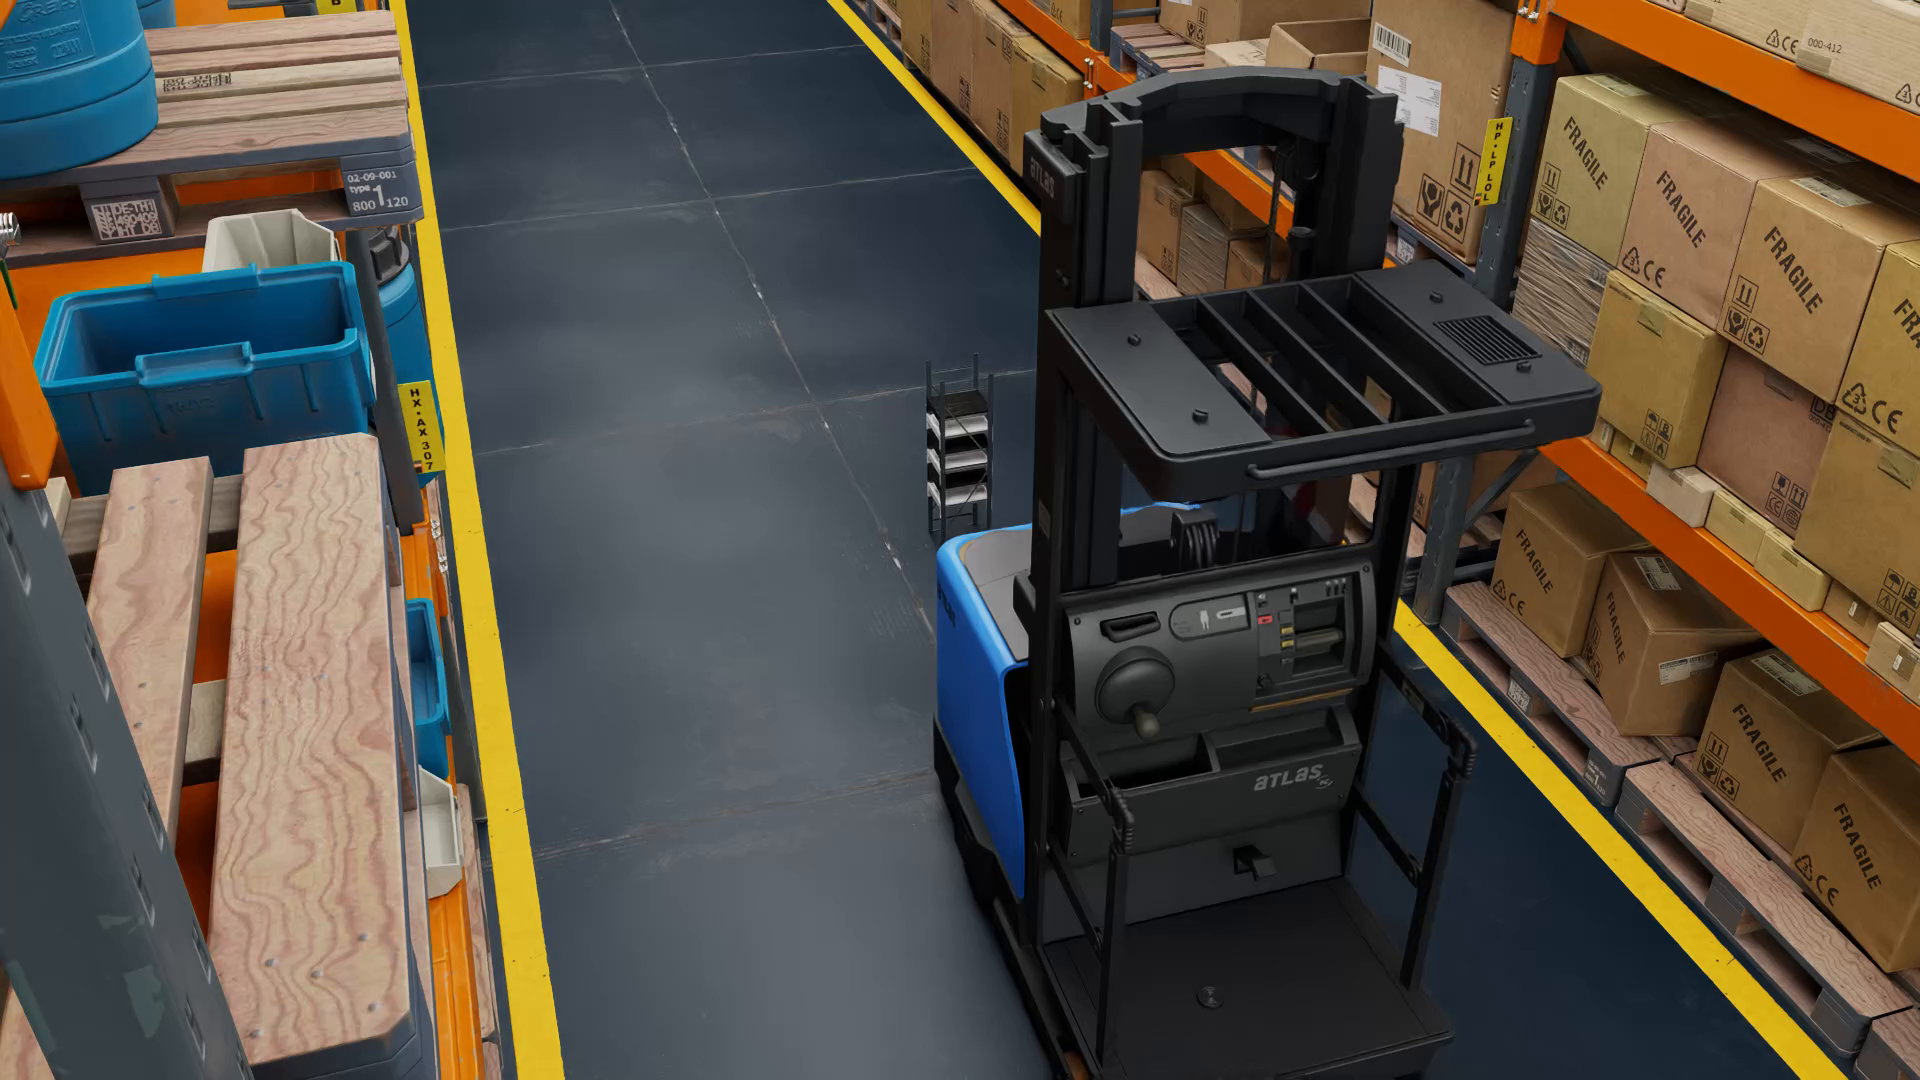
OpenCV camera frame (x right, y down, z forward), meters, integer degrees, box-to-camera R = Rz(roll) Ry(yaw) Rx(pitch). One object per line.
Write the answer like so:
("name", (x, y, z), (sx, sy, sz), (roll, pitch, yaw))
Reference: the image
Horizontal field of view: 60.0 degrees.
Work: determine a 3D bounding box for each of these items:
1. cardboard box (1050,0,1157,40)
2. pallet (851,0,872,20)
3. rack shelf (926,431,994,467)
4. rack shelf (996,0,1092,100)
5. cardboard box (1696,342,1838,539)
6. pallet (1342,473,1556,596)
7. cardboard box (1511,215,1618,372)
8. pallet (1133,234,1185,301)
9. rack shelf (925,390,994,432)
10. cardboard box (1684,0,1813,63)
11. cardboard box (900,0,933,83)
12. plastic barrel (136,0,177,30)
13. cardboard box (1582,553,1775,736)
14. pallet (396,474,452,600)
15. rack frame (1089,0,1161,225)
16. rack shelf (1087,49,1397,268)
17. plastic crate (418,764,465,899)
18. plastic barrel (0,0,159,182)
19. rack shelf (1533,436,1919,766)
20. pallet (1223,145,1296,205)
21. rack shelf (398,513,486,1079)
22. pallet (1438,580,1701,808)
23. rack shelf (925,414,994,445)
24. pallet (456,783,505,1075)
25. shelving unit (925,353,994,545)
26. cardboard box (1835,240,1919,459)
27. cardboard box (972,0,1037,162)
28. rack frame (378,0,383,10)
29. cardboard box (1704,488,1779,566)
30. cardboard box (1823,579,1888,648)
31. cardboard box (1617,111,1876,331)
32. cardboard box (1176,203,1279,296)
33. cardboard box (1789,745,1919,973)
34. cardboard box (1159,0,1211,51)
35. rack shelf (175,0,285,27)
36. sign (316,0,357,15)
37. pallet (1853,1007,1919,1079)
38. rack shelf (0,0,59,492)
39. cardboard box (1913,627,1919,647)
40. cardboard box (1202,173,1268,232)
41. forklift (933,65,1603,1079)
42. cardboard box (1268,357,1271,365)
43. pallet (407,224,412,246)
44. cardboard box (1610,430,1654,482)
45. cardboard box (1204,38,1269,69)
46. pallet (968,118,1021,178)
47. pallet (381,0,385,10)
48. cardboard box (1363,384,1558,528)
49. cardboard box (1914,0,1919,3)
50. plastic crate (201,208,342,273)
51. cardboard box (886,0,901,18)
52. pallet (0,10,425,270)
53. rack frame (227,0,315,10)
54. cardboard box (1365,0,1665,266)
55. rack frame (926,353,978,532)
("cardboard box", (0.864, -3.349, 10.006), (0.500, 0.500, 0.500), (-9, 35, -13))
("pallet", (-0.503, -5.080, 15.247), (1.003, 0.211, 1.213), (-10, 35, -15))
("rack shelf", (-0.002, -0.427, 7.477), (0.258, 0.077, 0.200), (-10, 35, -15))
("rack shelf", (0.640, -3.840, 11.492), (1.077, 0.370, 4.000), (-10, 35, -15))
("cardboard box", (2.916, -0.395, 5.266), (0.875, 0.500, 0.500), (-10, 35, -15))
("pallet", (2.231, -0.235, 7.914), (1.003, 0.211, 1.213), (-10, 35, -15))
("cardboard box", (2.549, -0.909, 6.044), (0.875, 0.500, 0.500), (-10, 35, -15))
("pallet", (1.487, -1.516, 9.852), (1.003, 0.211, 1.213), (-10, 35, -15))
("rack shelf", (-0.002, -0.577, 7.378), (0.258, 0.077, 0.200), (-10, 35, -15))
("cardboard box", (2.530, -1.622, 4.899), (0.500, 0.250, 0.500), (-10, 35, -15))
("cardboard box", (0.244, -4.146, 12.850), (1.225, 0.875, 0.875), (-10, 35, -15))
("plastic barrel", (-2.608, -1.848, 4.650), (0.600, 0.901, 0.708), (-10, 35, -15))
("cardboard box", (2.736, 0.394, 6.319), (0.500, 0.500, 0.500), (0, 33, 1))
("pallet", (-2.899, -0.041, 7.620), (1.003, 0.211, 1.213), (-10, 35, -15))
("rack frame", (1.250, -3.090, 9.705), (1.000, 3.000, 0.127), (-10, 35, -15))
("rack shelf", (1.860, -1.739, 8.314), (1.077, 0.370, 4.000), (-10, 35, -15))
("plastic crate", (-1.510, 0.763, 4.113), (0.530, 0.136, 0.437), (-10, 35, -15))
("plastic barrel", (-2.045, -1.252, 3.367), (0.600, 0.901, 0.708), (-10, 35, -15))
("rack shelf", (3.080, 0.361, 5.136), (1.077, 0.370, 4.000), (-10, 35, -15))
("pallet", (1.893, -1.977, 8.195), (1.003, 0.211, 1.213), (-10, 35, -15))
("rack shelf", (-1.637, 1.194, 3.875), (1.077, 0.370, 4.000), (-10, 35, -15))
("pallet", (2.709, 0.521, 6.771), (1.003, 0.211, 1.213), (-10, 35, -15))
("rack shelf", (-0.002, -0.502, 7.428), (0.258, 0.077, 0.200), (-10, 35, -15))
("pallet", (-2.081, 1.366, 5.491), (1.003, 0.211, 1.213), (-10, 35, -15))
("shelving unit", (-0.002, -0.380, 7.508), (0.258, 0.900, 0.210), (-10, 35, -15))
("cardboard box", (2.834, -0.508, 4.530), (0.500, 0.500, 0.500), (-10, 35, -15))
("cardboard box", (0.795, -3.213, 11.439), (1.225, 0.875, 0.875), (-10, 35, -15))
("rack frame", (-4.687, -4.357, 11.623), (1.000, 3.000, 0.127), (-10, 35, -15))
("cardboard box", (2.654, -0.069, 5.362), (0.380, 0.149, 0.250), (-10, 35, -15))
("cardboard box", (2.839, 0.188, 4.973), (0.380, 0.149, 0.250), (-10, 35, -15))
("cardboard box", (2.519, -1.031, 5.322), (0.500, 0.500, 0.500), (-10, 35, -15))
("cardboard box", (1.655, -1.593, 9.308), (0.700, 0.500, 0.500), (-13, 36, -19))
("cardboard box", (3.128, 1.008, 5.391), (0.500, 0.500, 0.500), (-7, 34, -10))
("cardboard box", (1.453, -3.030, 9.143), (0.500, 0.500, 0.500), (-14, 36, -21))
("rack shelf", (-2.857, -2.158, 6.227), (1.077, 0.370, 4.000), (-10, 35, -15))
("sign", (-1.719, -1.498, 4.568), (0.100, 0.325, 0.005), (-10, 35, -15))
("pallet", (3.453, 1.802, 4.832), (1.003, 0.211, 1.213), (-10, 35, -15))
("rack shelf", (-1.637, -1.142, 2.332), (1.077, 0.370, 4.000), (-10, 35, -15))
("cardboard box", (3.171, 0.139, 4.458), (0.875, 0.500, 0.500), (-10, 35, -15))
("cardboard box", (1.655, -1.920, 9.122), (0.500, 0.250, 0.500), (-6, 34, -9))
("forklift", (0.814, 0.366, 4.538), (1.130, 2.935, 3.031), (-9, 35, -14))
("cardboard box", (2.005, -1.003, 8.416), (0.700, 0.500, 0.500), (-13, 36, -19))
("pallet", (-4.115, -2.140, 10.797), (1.003, 0.211, 1.213), (-10, 35, -15))
("cardboard box", (2.501, -0.332, 5.759), (0.380, 0.149, 0.250), (-10, 35, -15))
("cardboard box", (1.542, -2.284, 8.240), (0.500, 0.250, 0.500), (-11, 35, -16))
("pallet", (0.713, -2.992, 12.087), (1.003, 0.211, 1.213), (-10, 35, -15))
("pallet", (-5.692, -4.854, 14.904), (1.003, 0.211, 1.213), (-10, 35, -15))
("cardboard box", (2.303, -0.456, 7.588), (0.700, 0.500, 0.500), (-13, 36, -18))
("cardboard box", (2.709, -1.444, 4.268), (0.380, 0.149, 0.250), (-11, 35, -16))
("plastic crate", (-1.372, -0.523, 3.339), (0.243, 0.136, 0.396), (-10, 35, -15))
("cardboard box", (-0.095, -4.838, 13.898), (0.875, 0.875, 0.875), (-10, 35, -15))
("pallet", (-1.934, -0.967, 3.943), (1.213, 0.211, 1.003), (-10, 35, -15))
("rack frame", (-2.247, -2.660, 3.612), (1.000, 3.000, 0.127), (-10, 35, -15))
("cardboard box", (2.361, -1.856, 6.912), (1.000, 1.000, 1.000), (-10, 35, -14))
("rack frame", (-0.033, -0.433, 7.589), (0.240, 0.900, 0.006), (-10, 35, -15))
